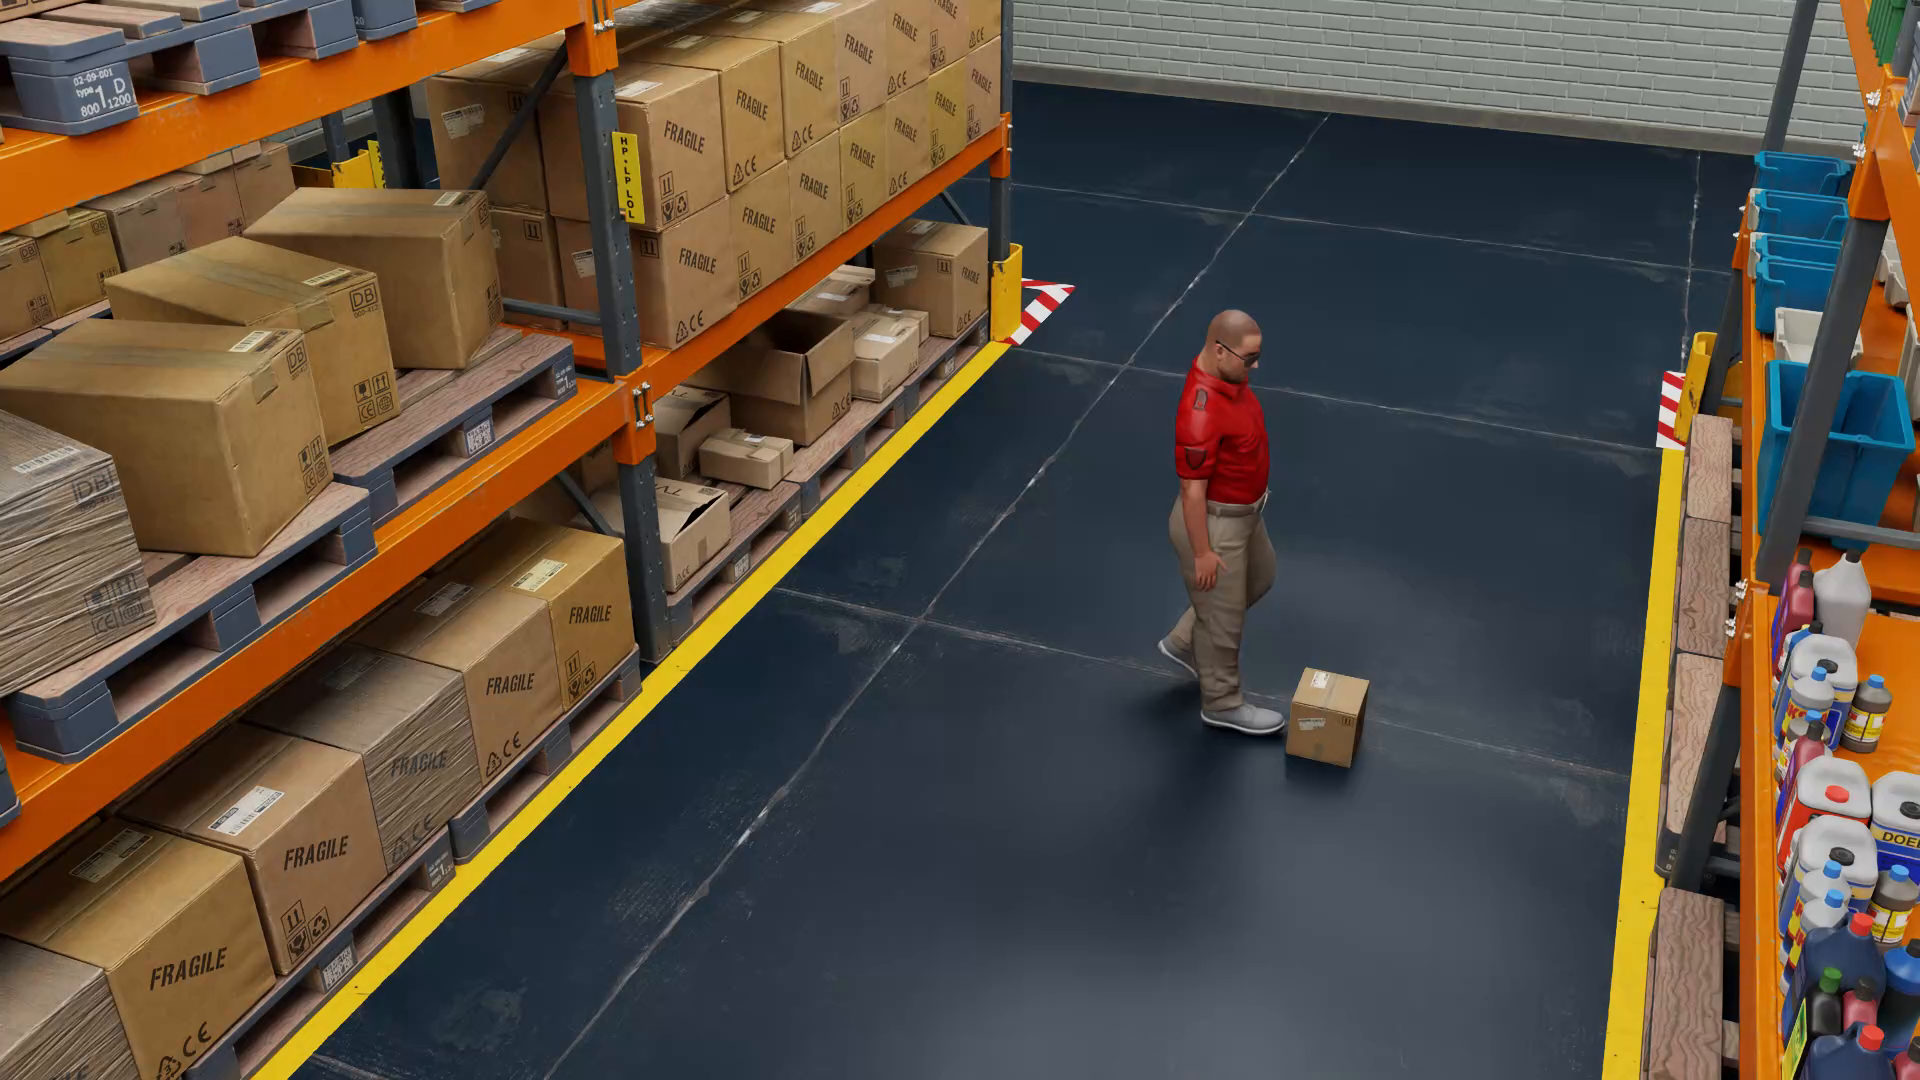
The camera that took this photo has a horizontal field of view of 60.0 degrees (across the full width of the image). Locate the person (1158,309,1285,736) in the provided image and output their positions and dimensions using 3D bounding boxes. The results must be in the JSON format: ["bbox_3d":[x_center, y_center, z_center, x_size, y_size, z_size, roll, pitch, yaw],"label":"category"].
[{"bbox_3d":[1.020,-0.056,6.209,0.549,1.725,0.571,8,30,14],"label":"person"}]
